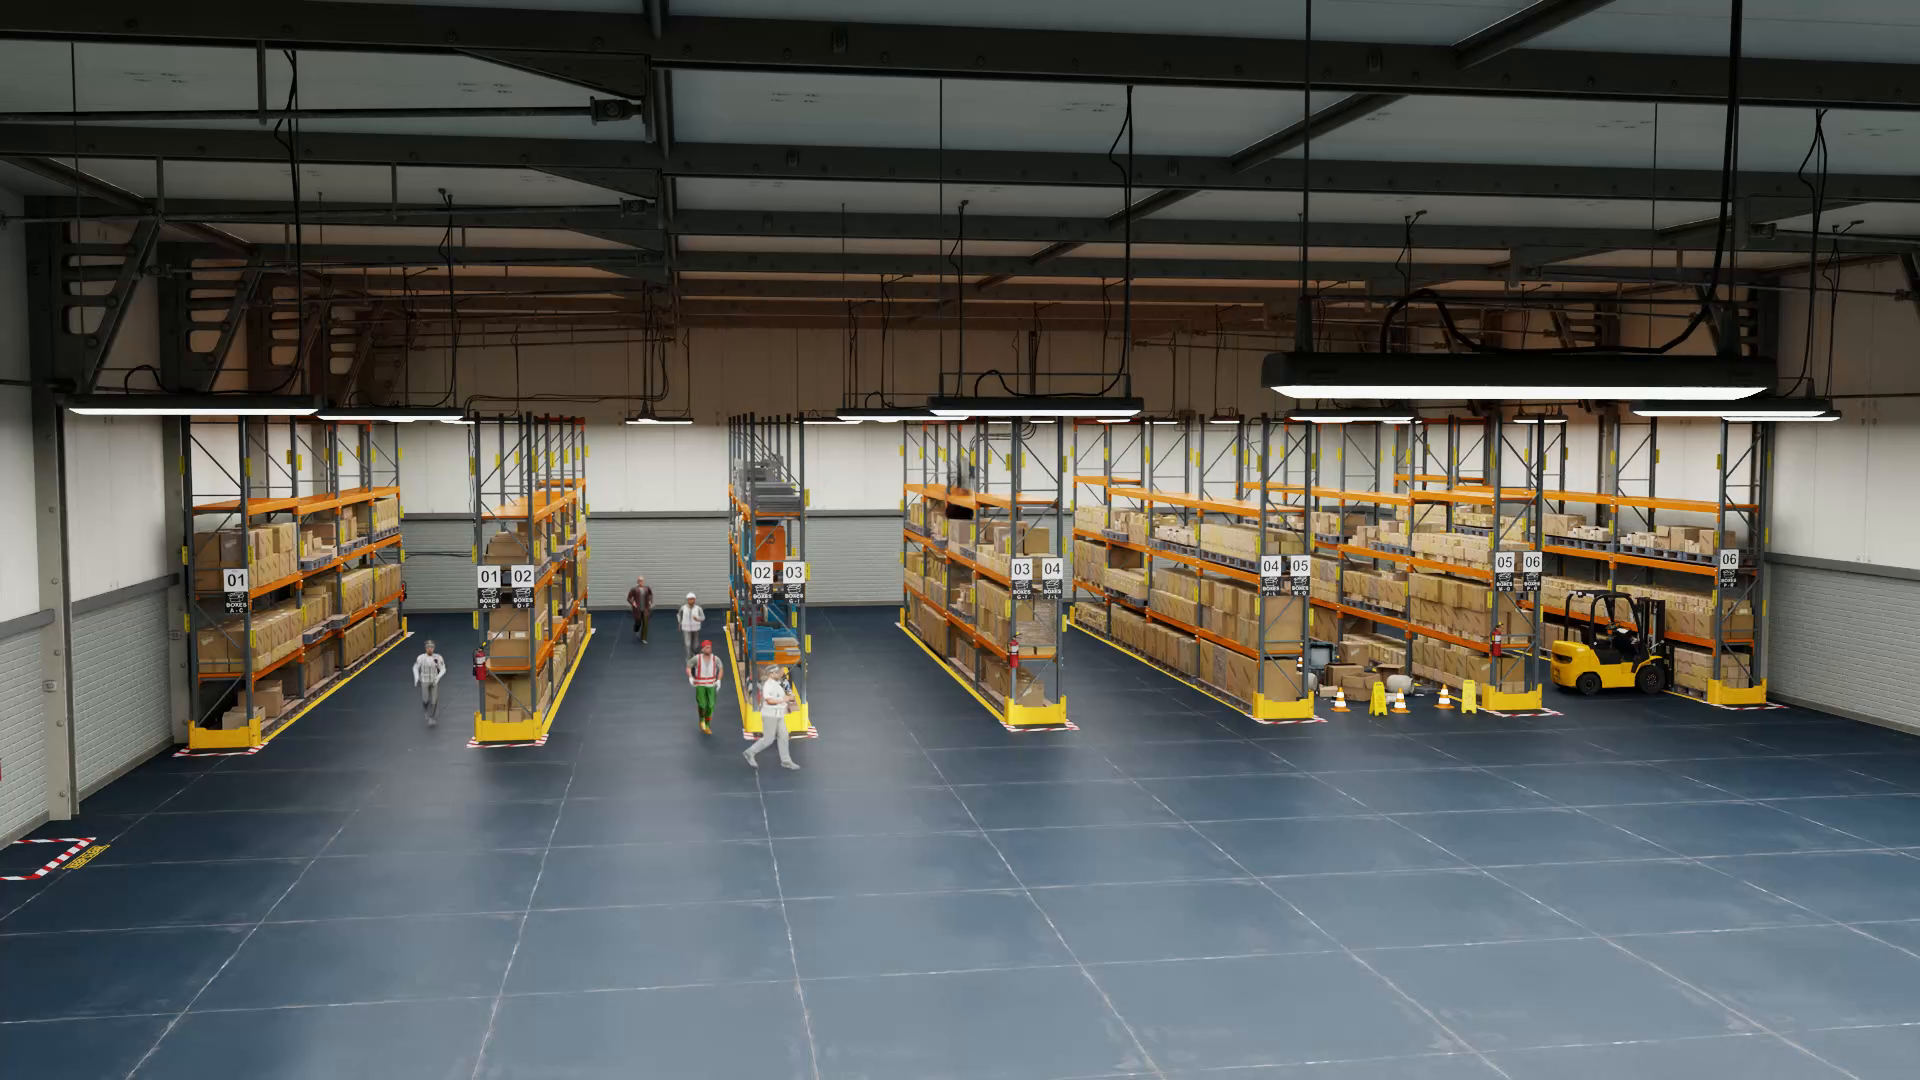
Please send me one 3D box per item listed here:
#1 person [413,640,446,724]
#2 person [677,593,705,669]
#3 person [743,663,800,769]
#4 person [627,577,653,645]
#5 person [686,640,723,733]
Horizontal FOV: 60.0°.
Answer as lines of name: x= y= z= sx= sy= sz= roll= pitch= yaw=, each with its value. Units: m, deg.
person: x=-10.175 y=2.733 z=31.914 sx=0.603 sy=1.643 sz=0.575 roll=-1 pitch=4 yaw=-18
person: x=-6.374 y=2.134 z=39.429 sx=0.656 sy=1.758 sz=0.970 roll=-1 pitch=4 yaw=-10
person: x=-3.140 y=2.928 z=27.709 sx=0.949 sy=1.775 sz=0.683 roll=1 pitch=4 yaw=11
person: x=-8.457 y=1.854 z=44.096 sx=0.716 sy=1.765 sz=0.930 roll=-2 pitch=4 yaw=-23
person: x=-4.726 y=2.742 z=30.990 sx=0.684 sy=1.745 sz=0.522 roll=-1 pitch=4 yaw=-18
